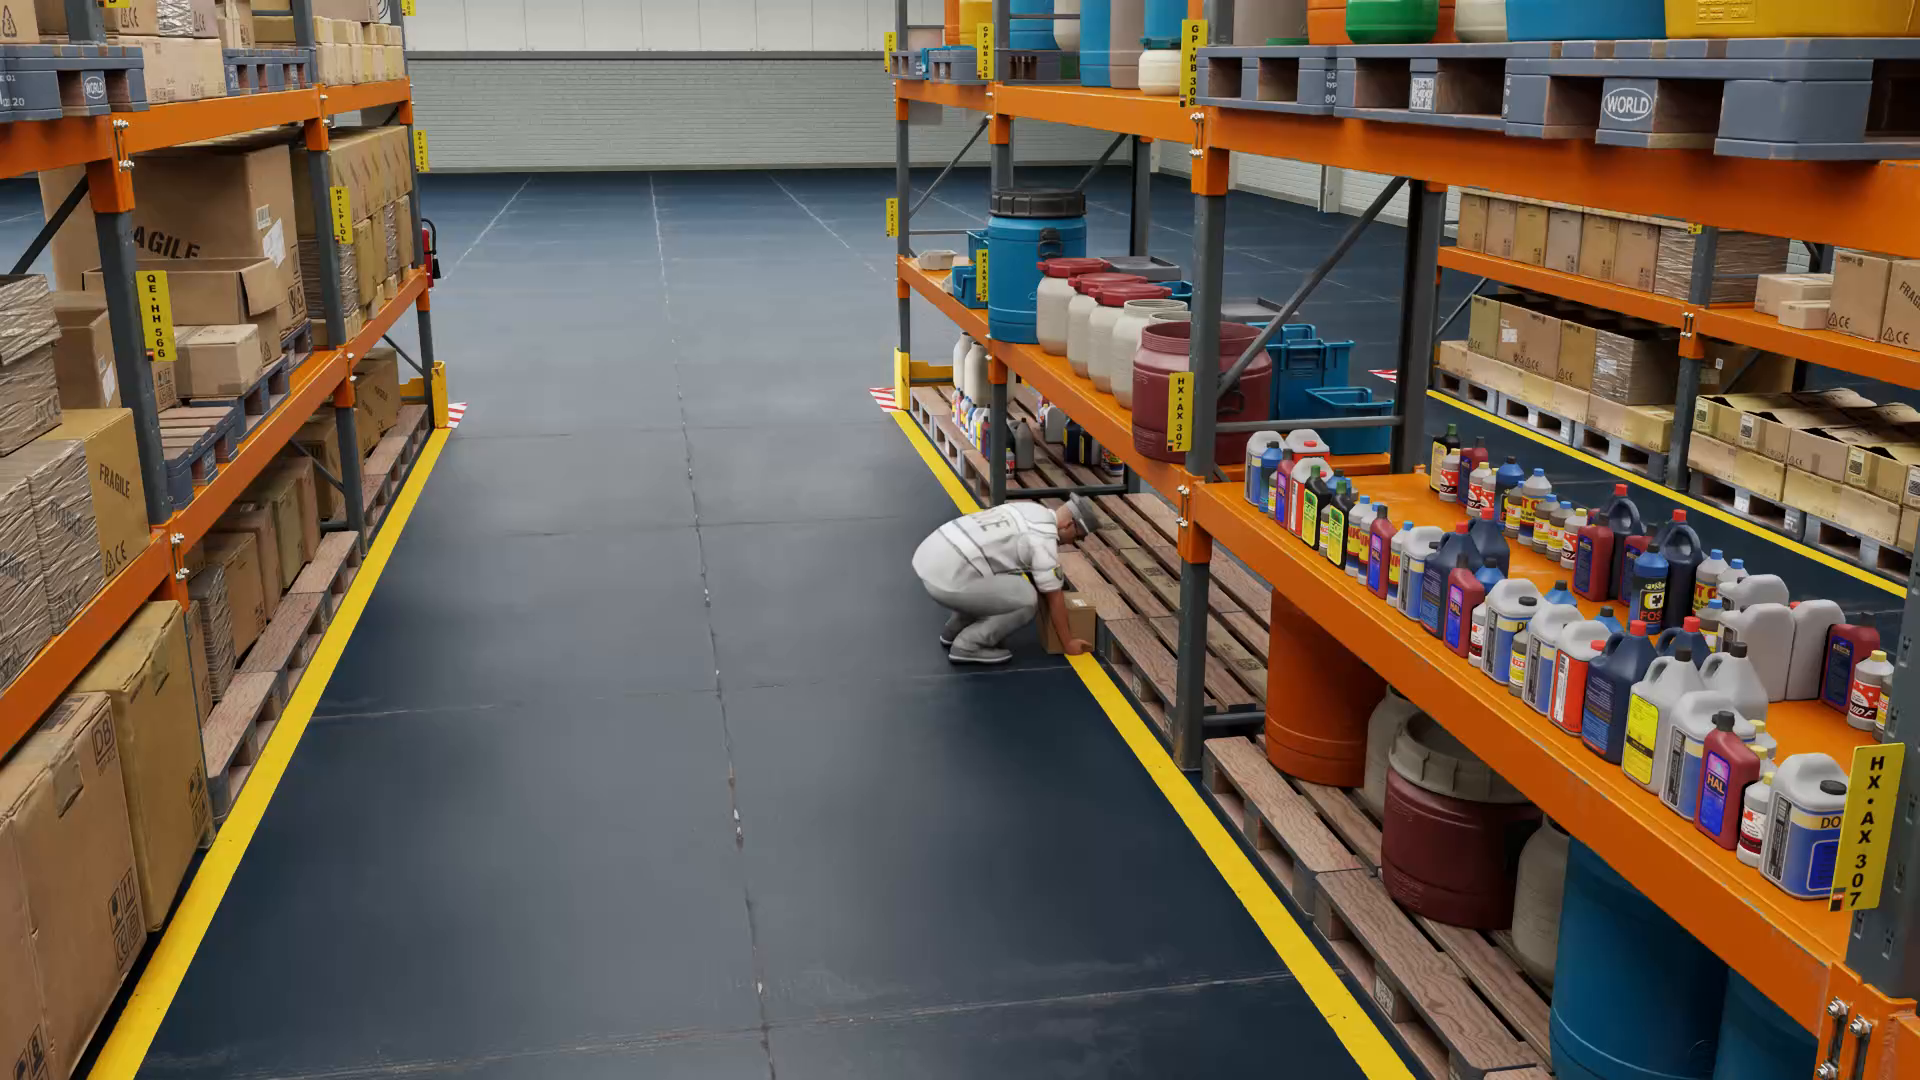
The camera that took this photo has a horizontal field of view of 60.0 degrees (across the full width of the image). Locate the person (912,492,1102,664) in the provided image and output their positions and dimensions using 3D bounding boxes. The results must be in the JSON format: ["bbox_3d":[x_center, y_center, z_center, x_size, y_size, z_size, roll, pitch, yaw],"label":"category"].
[{"bbox_3d":[0.257,0.209,8.590,1.002,0.871,0.537,-3,17,-11],"label":"person"}]
